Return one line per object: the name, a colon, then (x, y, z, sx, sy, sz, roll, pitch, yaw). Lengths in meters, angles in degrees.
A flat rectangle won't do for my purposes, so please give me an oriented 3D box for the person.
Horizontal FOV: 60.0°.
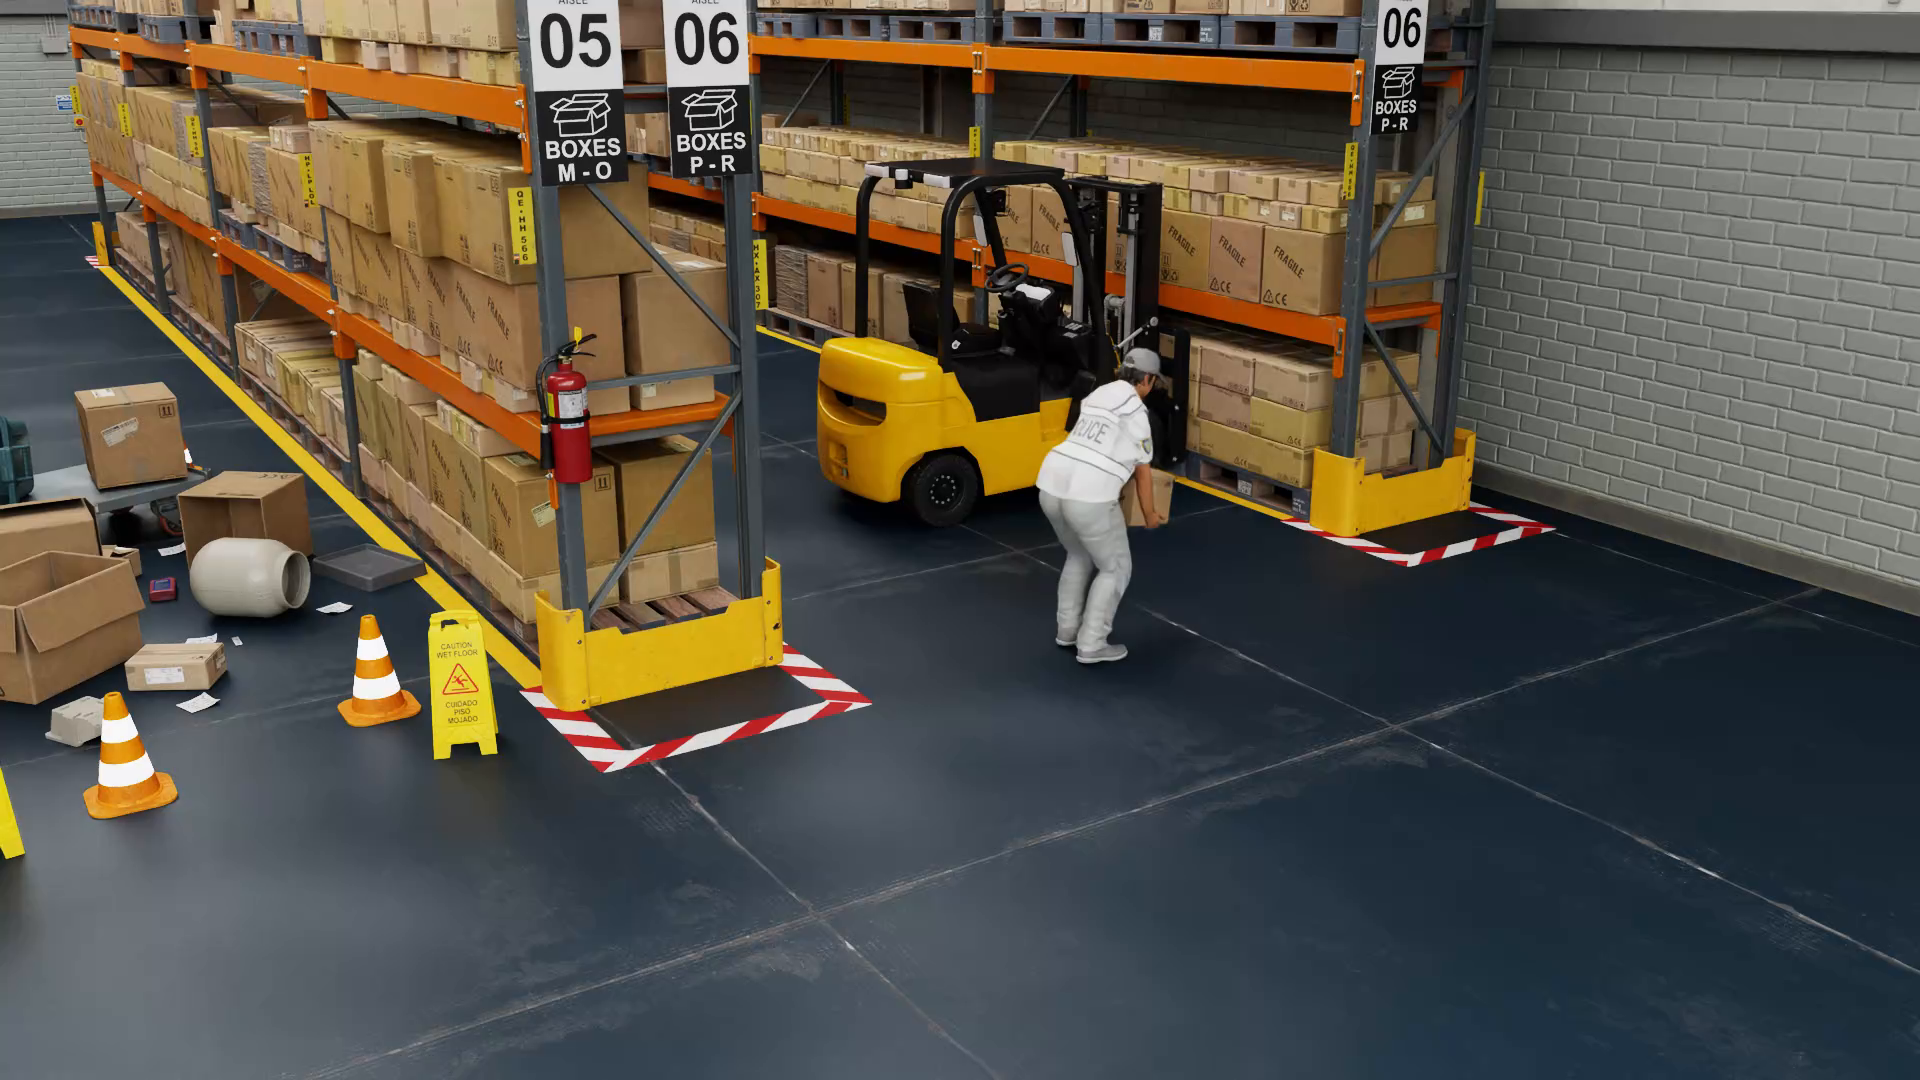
person: (0.734, -0.182, 8.326, 0.730, 1.536, 0.455, -12, 22, -33)
